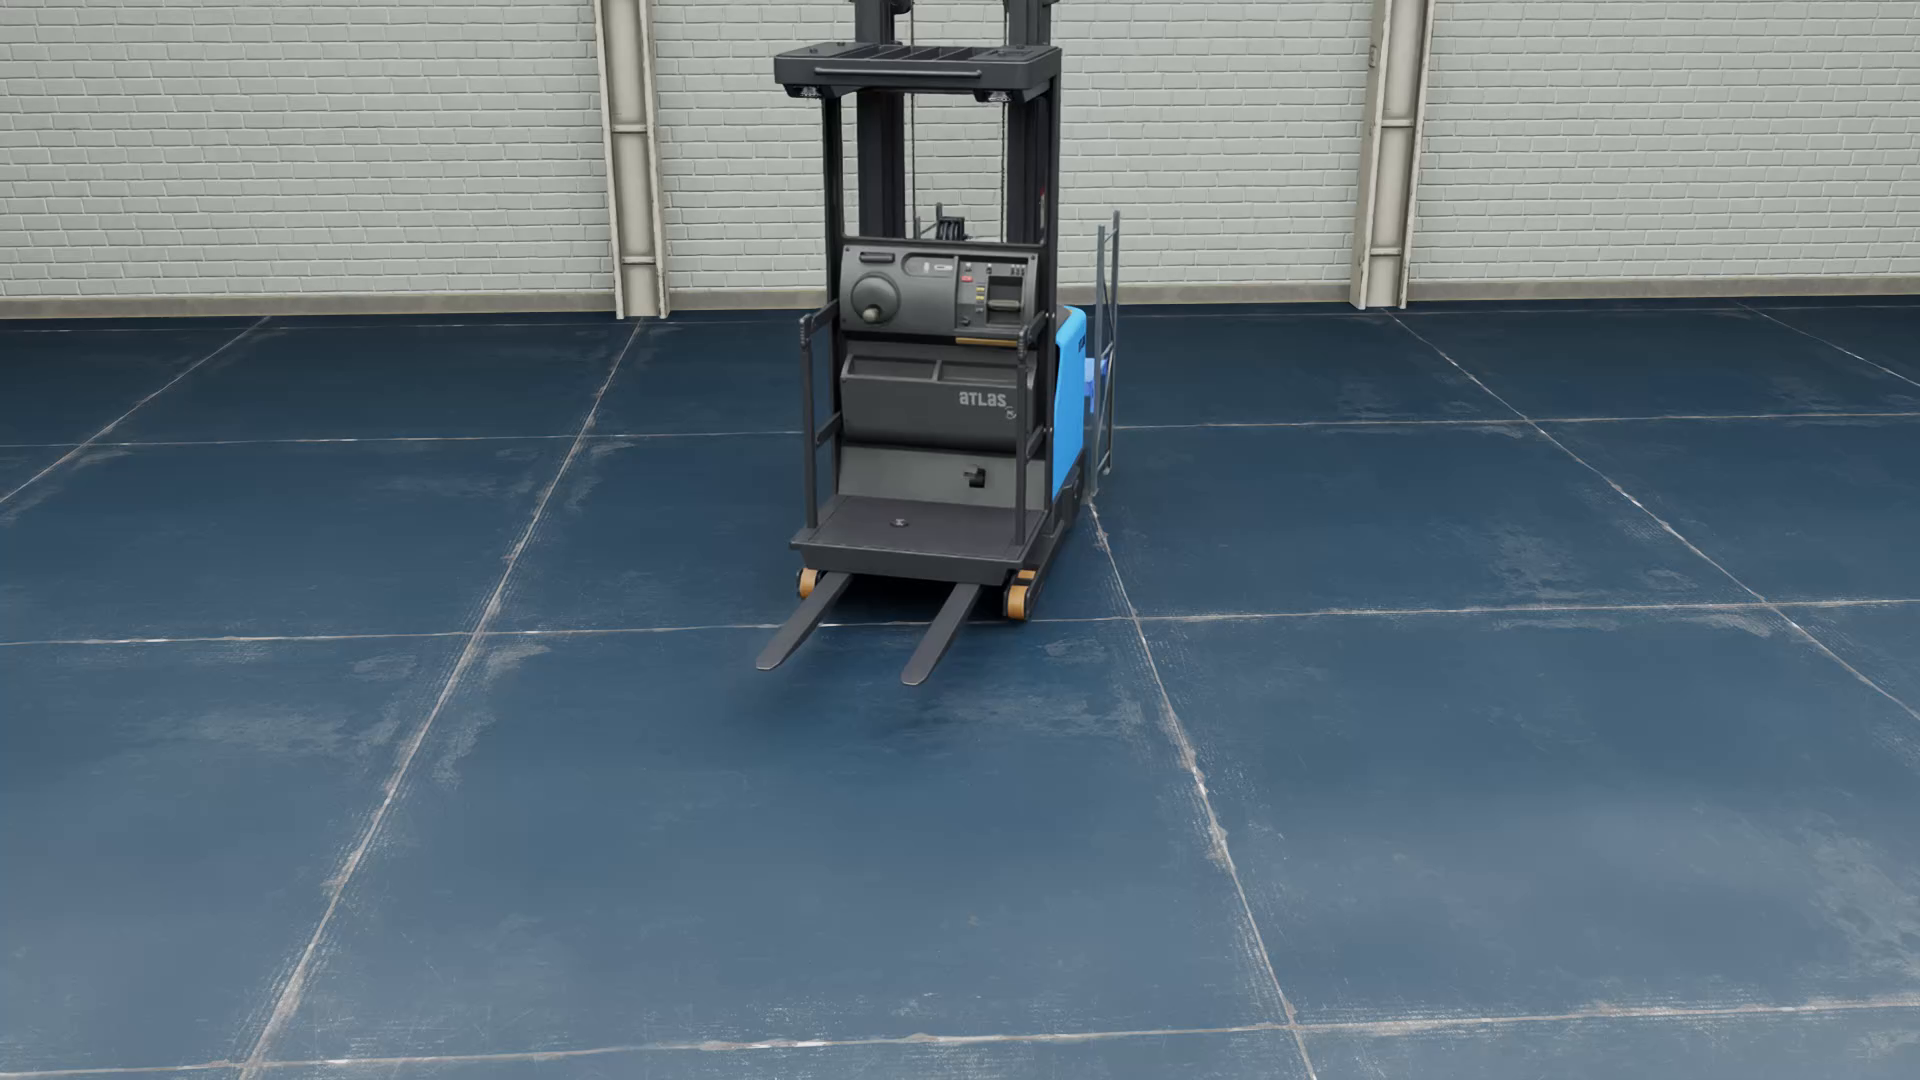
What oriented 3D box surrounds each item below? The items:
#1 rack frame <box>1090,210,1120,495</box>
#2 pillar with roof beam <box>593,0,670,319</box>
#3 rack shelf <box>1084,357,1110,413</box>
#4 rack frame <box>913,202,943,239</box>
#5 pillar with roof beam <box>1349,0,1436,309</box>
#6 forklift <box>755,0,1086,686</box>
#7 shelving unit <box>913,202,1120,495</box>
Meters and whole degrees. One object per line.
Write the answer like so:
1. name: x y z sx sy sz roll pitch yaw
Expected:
1. rack frame: 0.807 -1.037 9.237 0.032 1.500 0.500 6 22 14
2. pillar with roof beam: -2.303 -4.497 7.787 0.400 9.000 9.100 -1 21 -3
3. rack shelf: 0.316 -0.916 9.425 1.000 0.185 0.538 6 22 14
4. rack frame: -0.175 -1.132 9.486 0.032 1.500 0.500 6 22 14
5. pillar with roof beam: 3.687 -4.619 8.107 0.400 9.000 9.100 -1 21 -3
6. forklift: -0.148 -1.146 7.511 1.130 2.935 3.031 5 21 12
7. shelving unit: 0.316 -1.084 9.361 1.048 1.500 0.538 6 22 14
